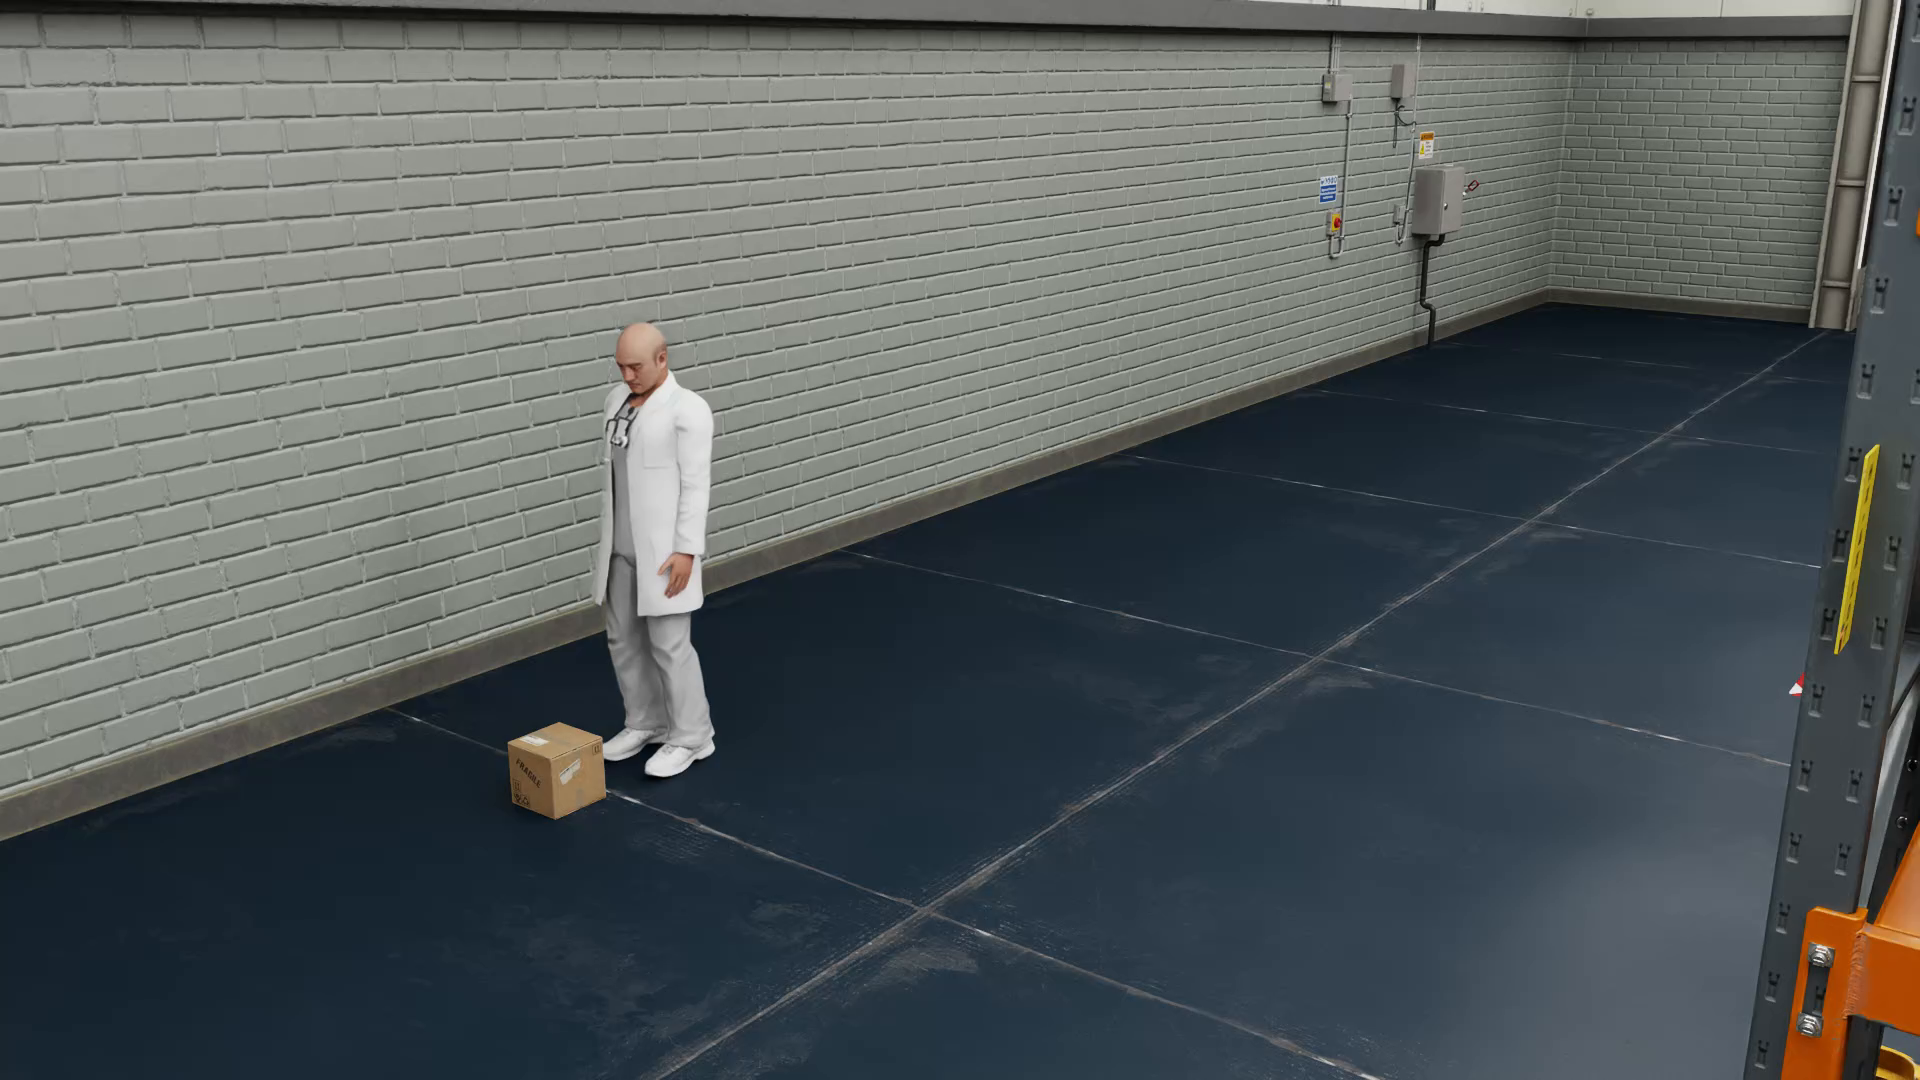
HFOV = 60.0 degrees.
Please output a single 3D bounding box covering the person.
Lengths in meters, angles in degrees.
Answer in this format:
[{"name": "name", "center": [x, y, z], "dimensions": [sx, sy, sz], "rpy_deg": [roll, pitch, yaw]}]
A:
[{"name": "person", "center": [-1.199, 0.036, 6.465], "dimensions": [0.564, 1.770, 0.377], "rpy_deg": [12, 20, 36]}]
